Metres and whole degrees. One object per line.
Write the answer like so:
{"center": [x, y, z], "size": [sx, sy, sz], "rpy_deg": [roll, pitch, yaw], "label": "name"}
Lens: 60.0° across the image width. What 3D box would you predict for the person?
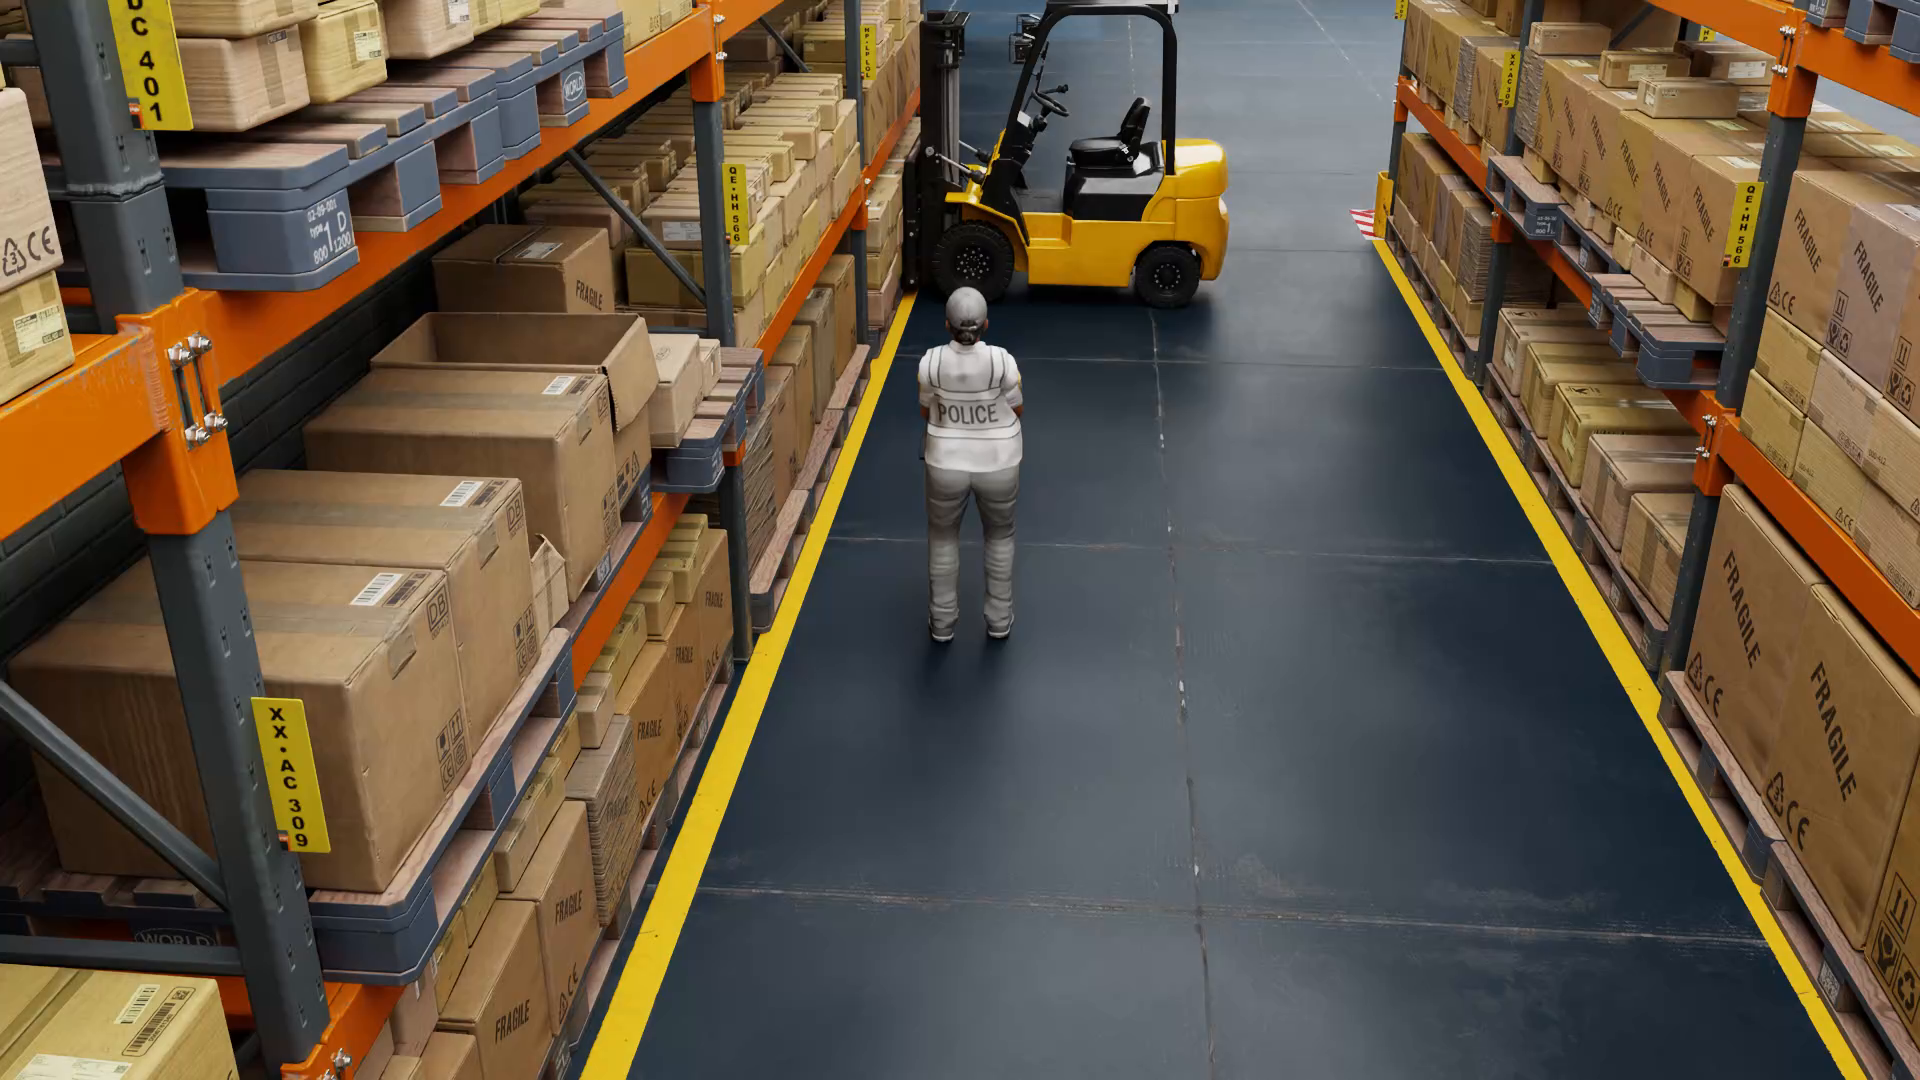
{"center": [0.049, -0.348, 7.371], "size": [0.452, 1.653, 0.541], "rpy_deg": [1, 25, 2], "label": "person"}
